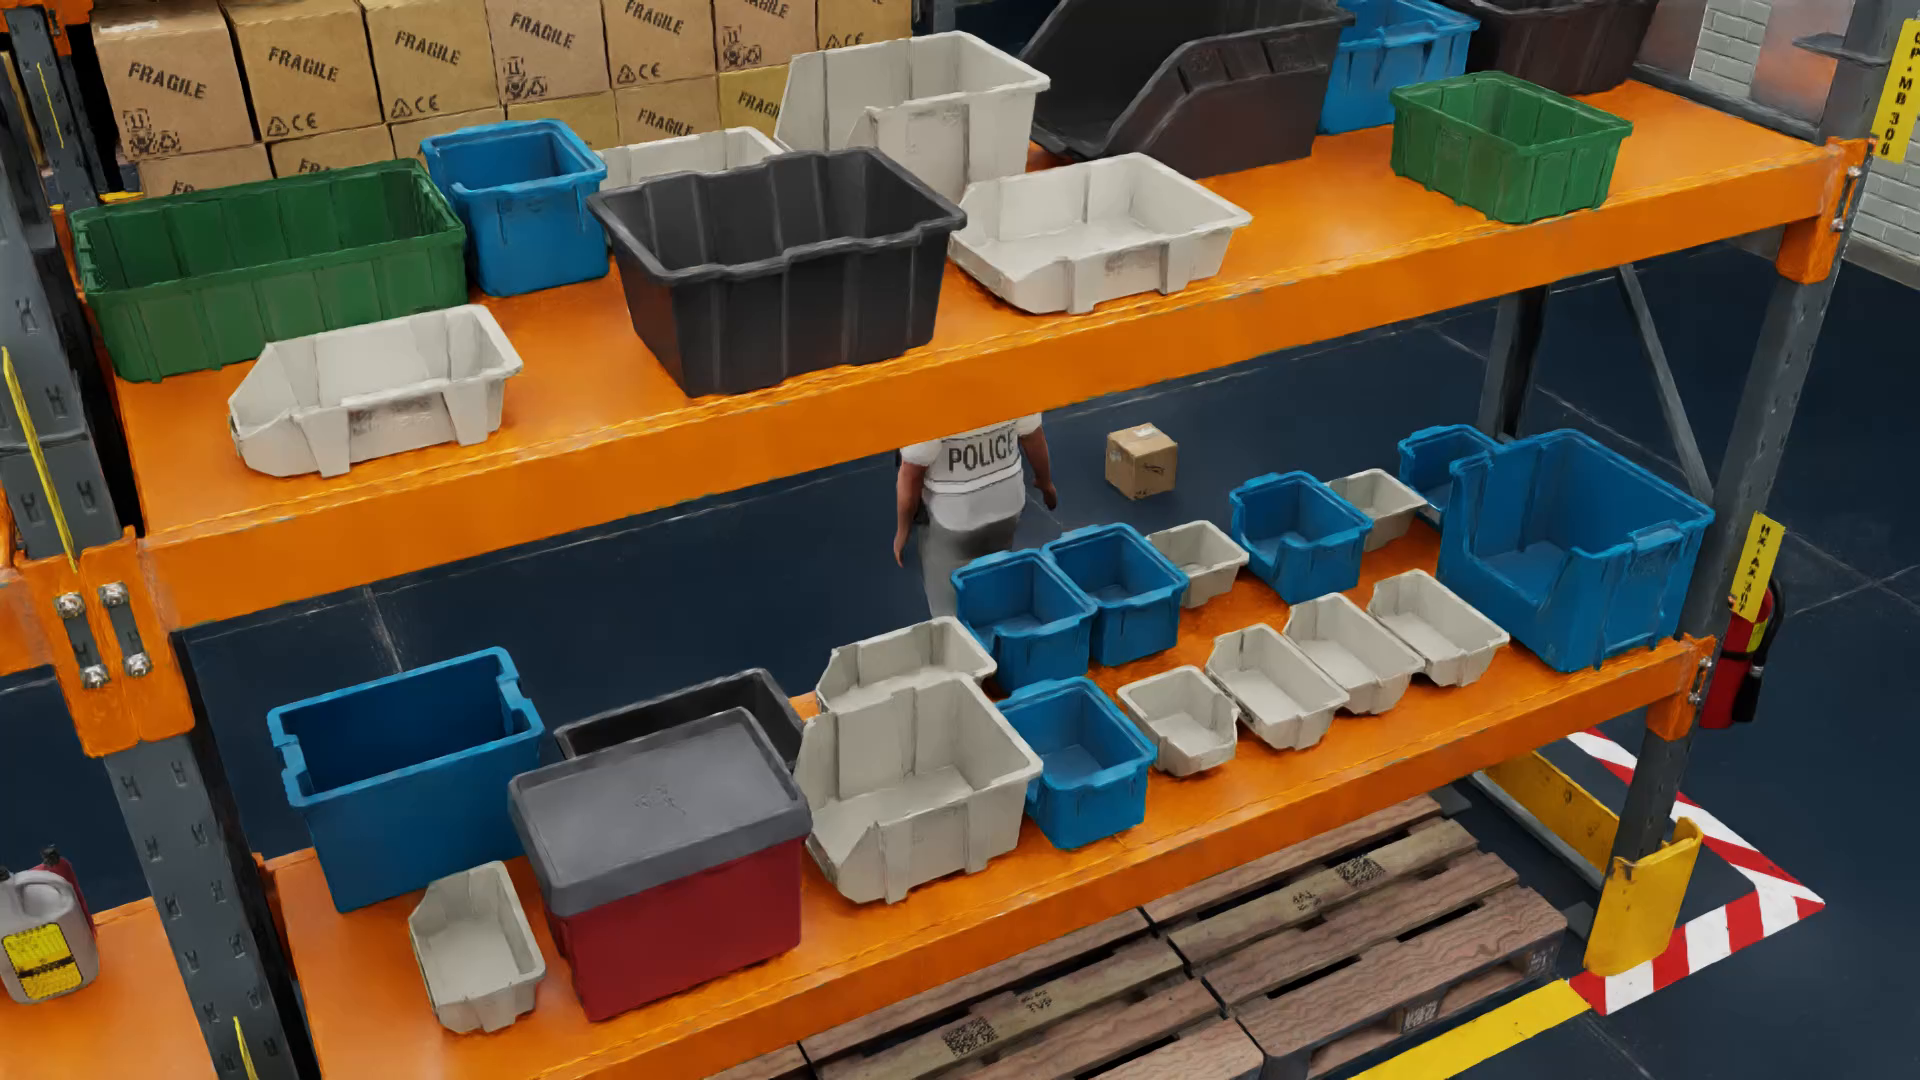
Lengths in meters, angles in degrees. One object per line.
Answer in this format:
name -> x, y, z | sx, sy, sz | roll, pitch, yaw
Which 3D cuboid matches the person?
person -> 0.038, -0.148, 6.341 | 0.762, 1.748, 0.640 | -21, 38, -29
